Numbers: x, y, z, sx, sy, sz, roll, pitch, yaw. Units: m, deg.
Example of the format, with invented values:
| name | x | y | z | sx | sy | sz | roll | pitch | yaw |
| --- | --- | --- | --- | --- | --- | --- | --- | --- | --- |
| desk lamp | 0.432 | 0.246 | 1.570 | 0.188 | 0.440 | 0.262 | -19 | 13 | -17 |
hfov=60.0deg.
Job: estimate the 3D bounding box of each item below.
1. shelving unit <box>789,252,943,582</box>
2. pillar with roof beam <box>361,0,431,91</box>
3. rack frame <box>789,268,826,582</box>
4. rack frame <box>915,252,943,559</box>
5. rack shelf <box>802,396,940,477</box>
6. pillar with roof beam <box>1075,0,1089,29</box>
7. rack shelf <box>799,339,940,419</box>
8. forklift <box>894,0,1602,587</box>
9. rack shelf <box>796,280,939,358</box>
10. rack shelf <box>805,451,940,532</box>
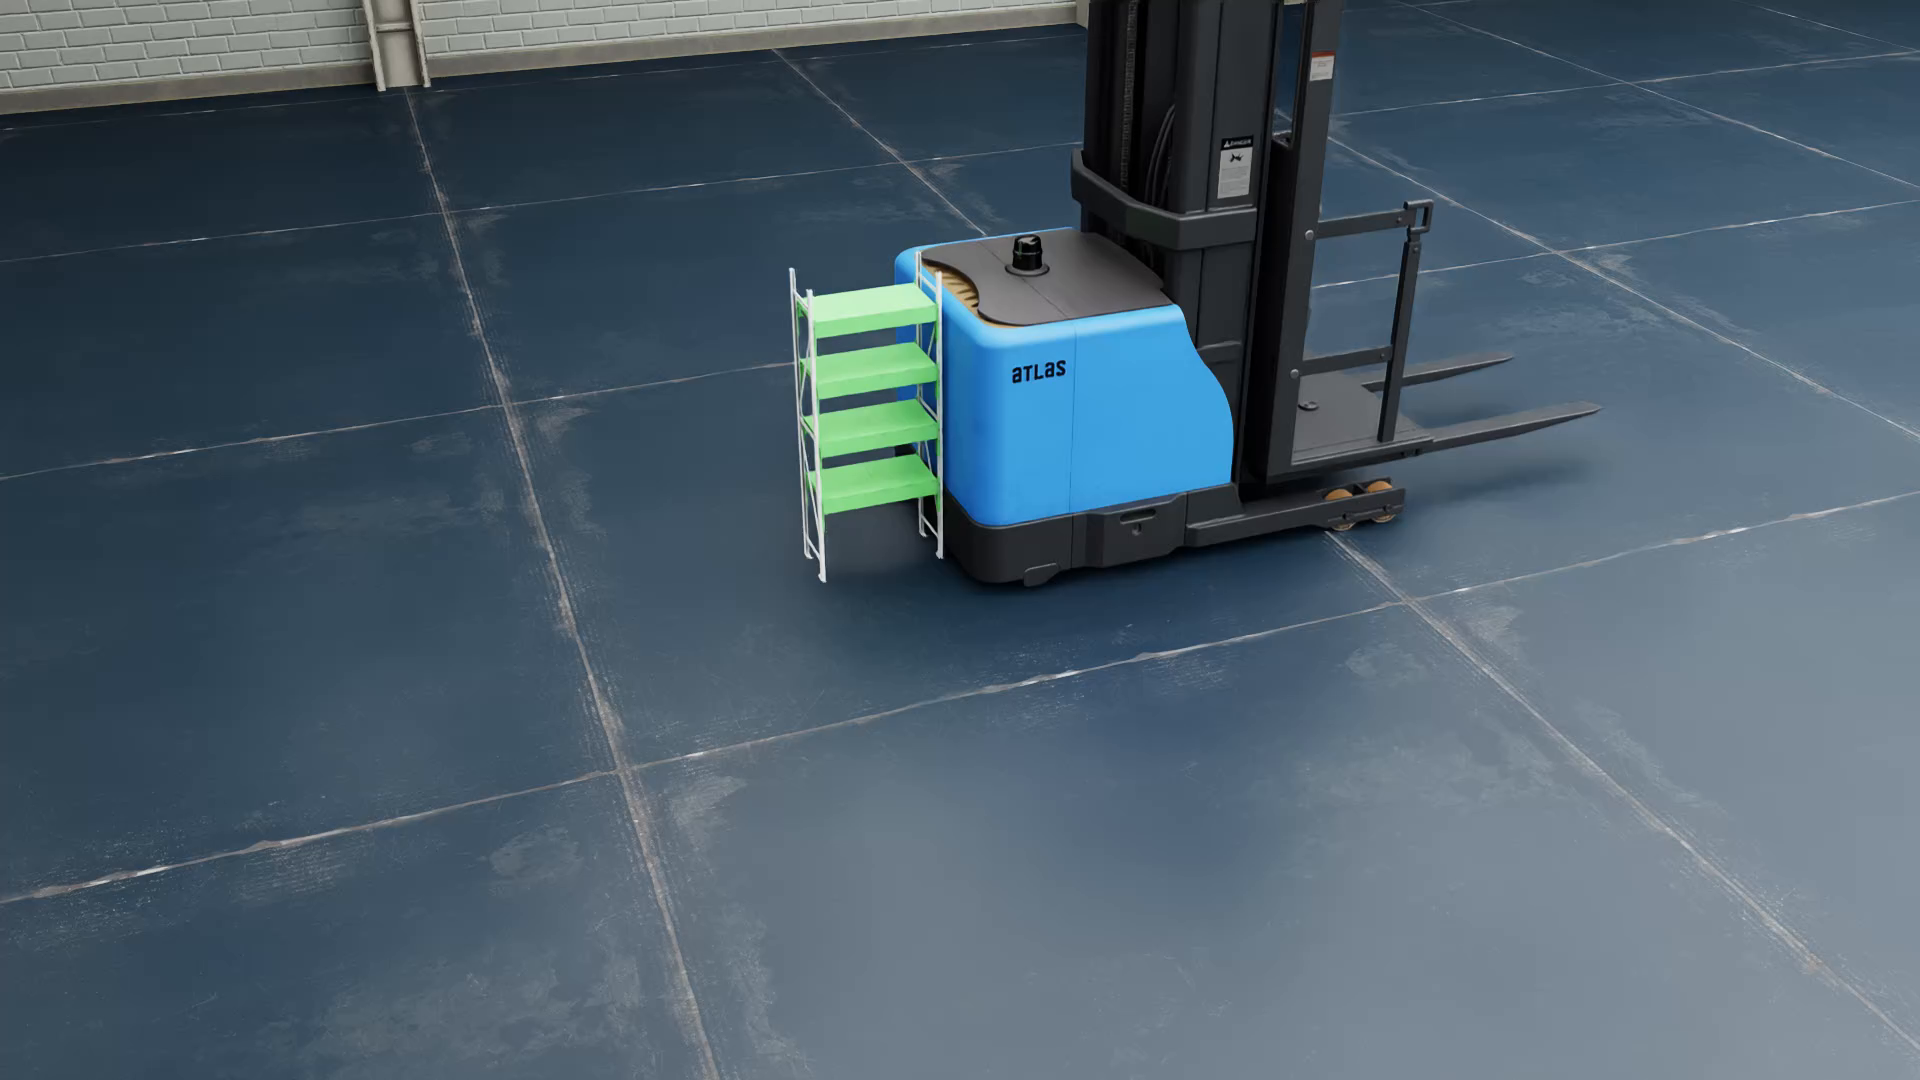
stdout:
| name | x | y | z | sx | sy | sz | roll | pitch | yaw |
| --- | --- | --- | --- | --- | --- | --- | --- | --- | --- |
| shelving unit | -0.345 | -0.457 | 6.340 | 0.503 | 1.200 | 0.258 | -11 | 31 | -18 |
| pillar with roof beam | -2.857 | -5.481 | 7.280 | 0.400 | 9.000 | 9.100 | -10 | 31 | -18 |
| rack frame | -0.572 | -0.413 | 6.263 | 0.015 | 1.200 | 0.240 | -11 | 31 | -18 |
| rack frame | -0.117 | -0.501 | 6.416 | 0.015 | 1.200 | 0.240 | -11 | 31 | -18 |
| rack shelf | -0.345 | -0.401 | 6.371 | 0.480 | 0.148 | 0.258 | -11 | 31 | -18 |
| pillar with roof beam | 2.767 | -6.517 | 9.098 | 0.400 | 9.000 | 9.100 | -10 | 31 | -18 |
| rack shelf | -0.345 | -0.610 | 6.253 | 0.480 | 0.148 | 0.258 | -11 | 31 | -18 |
| forklift | 1.296 | -1.543 | 6.498 | 3.031 | 2.935 | 1.130 | -11 | 31 | -18 |
| rack shelf | -0.345 | -0.818 | 6.134 | 0.480 | 0.148 | 0.258 | -11 | 31 | -18 |
| rack shelf | -0.345 | -0.193 | 6.490 | 0.480 | 0.148 | 0.258 | -11 | 31 | -18 |
